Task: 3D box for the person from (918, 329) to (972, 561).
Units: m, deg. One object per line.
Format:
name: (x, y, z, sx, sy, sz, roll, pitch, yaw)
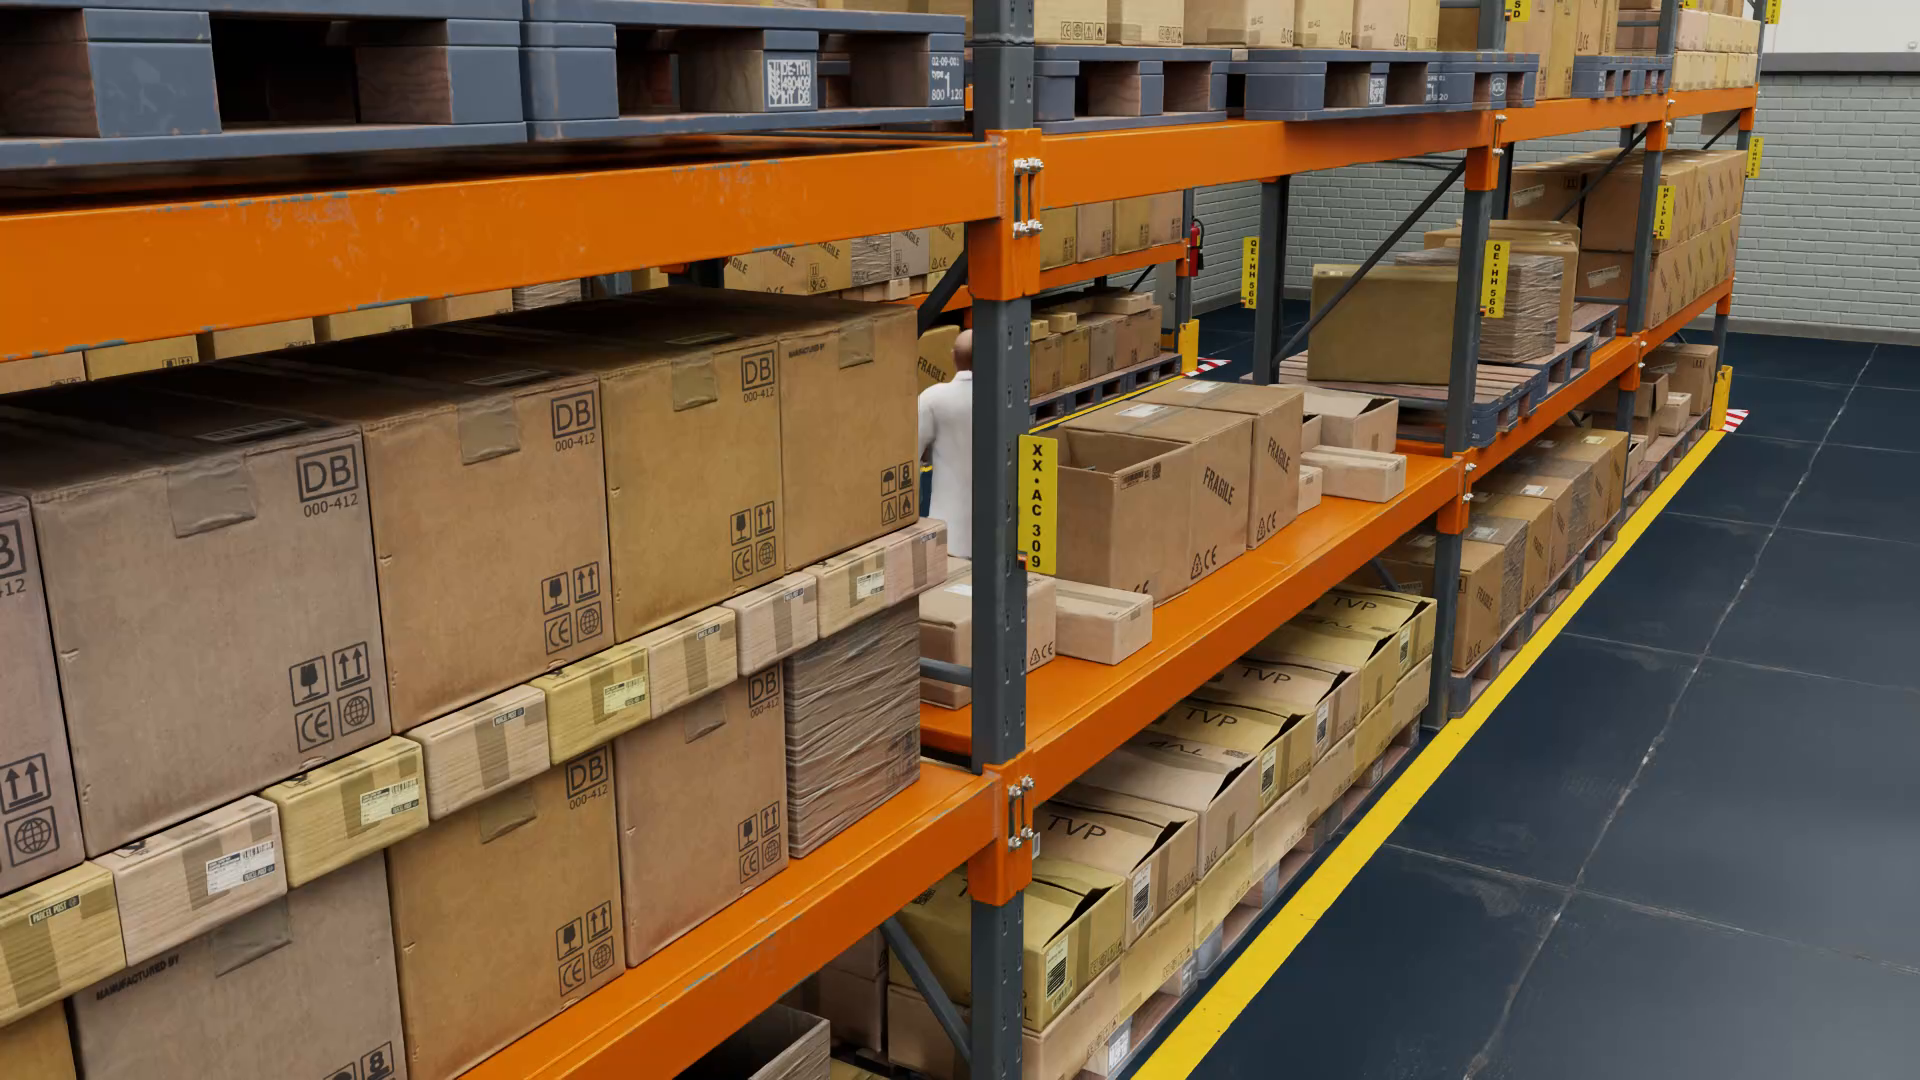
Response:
person: (0.053, -0.140, 8.098, 0.688, 1.749, 0.878, -1, 16, -4)
